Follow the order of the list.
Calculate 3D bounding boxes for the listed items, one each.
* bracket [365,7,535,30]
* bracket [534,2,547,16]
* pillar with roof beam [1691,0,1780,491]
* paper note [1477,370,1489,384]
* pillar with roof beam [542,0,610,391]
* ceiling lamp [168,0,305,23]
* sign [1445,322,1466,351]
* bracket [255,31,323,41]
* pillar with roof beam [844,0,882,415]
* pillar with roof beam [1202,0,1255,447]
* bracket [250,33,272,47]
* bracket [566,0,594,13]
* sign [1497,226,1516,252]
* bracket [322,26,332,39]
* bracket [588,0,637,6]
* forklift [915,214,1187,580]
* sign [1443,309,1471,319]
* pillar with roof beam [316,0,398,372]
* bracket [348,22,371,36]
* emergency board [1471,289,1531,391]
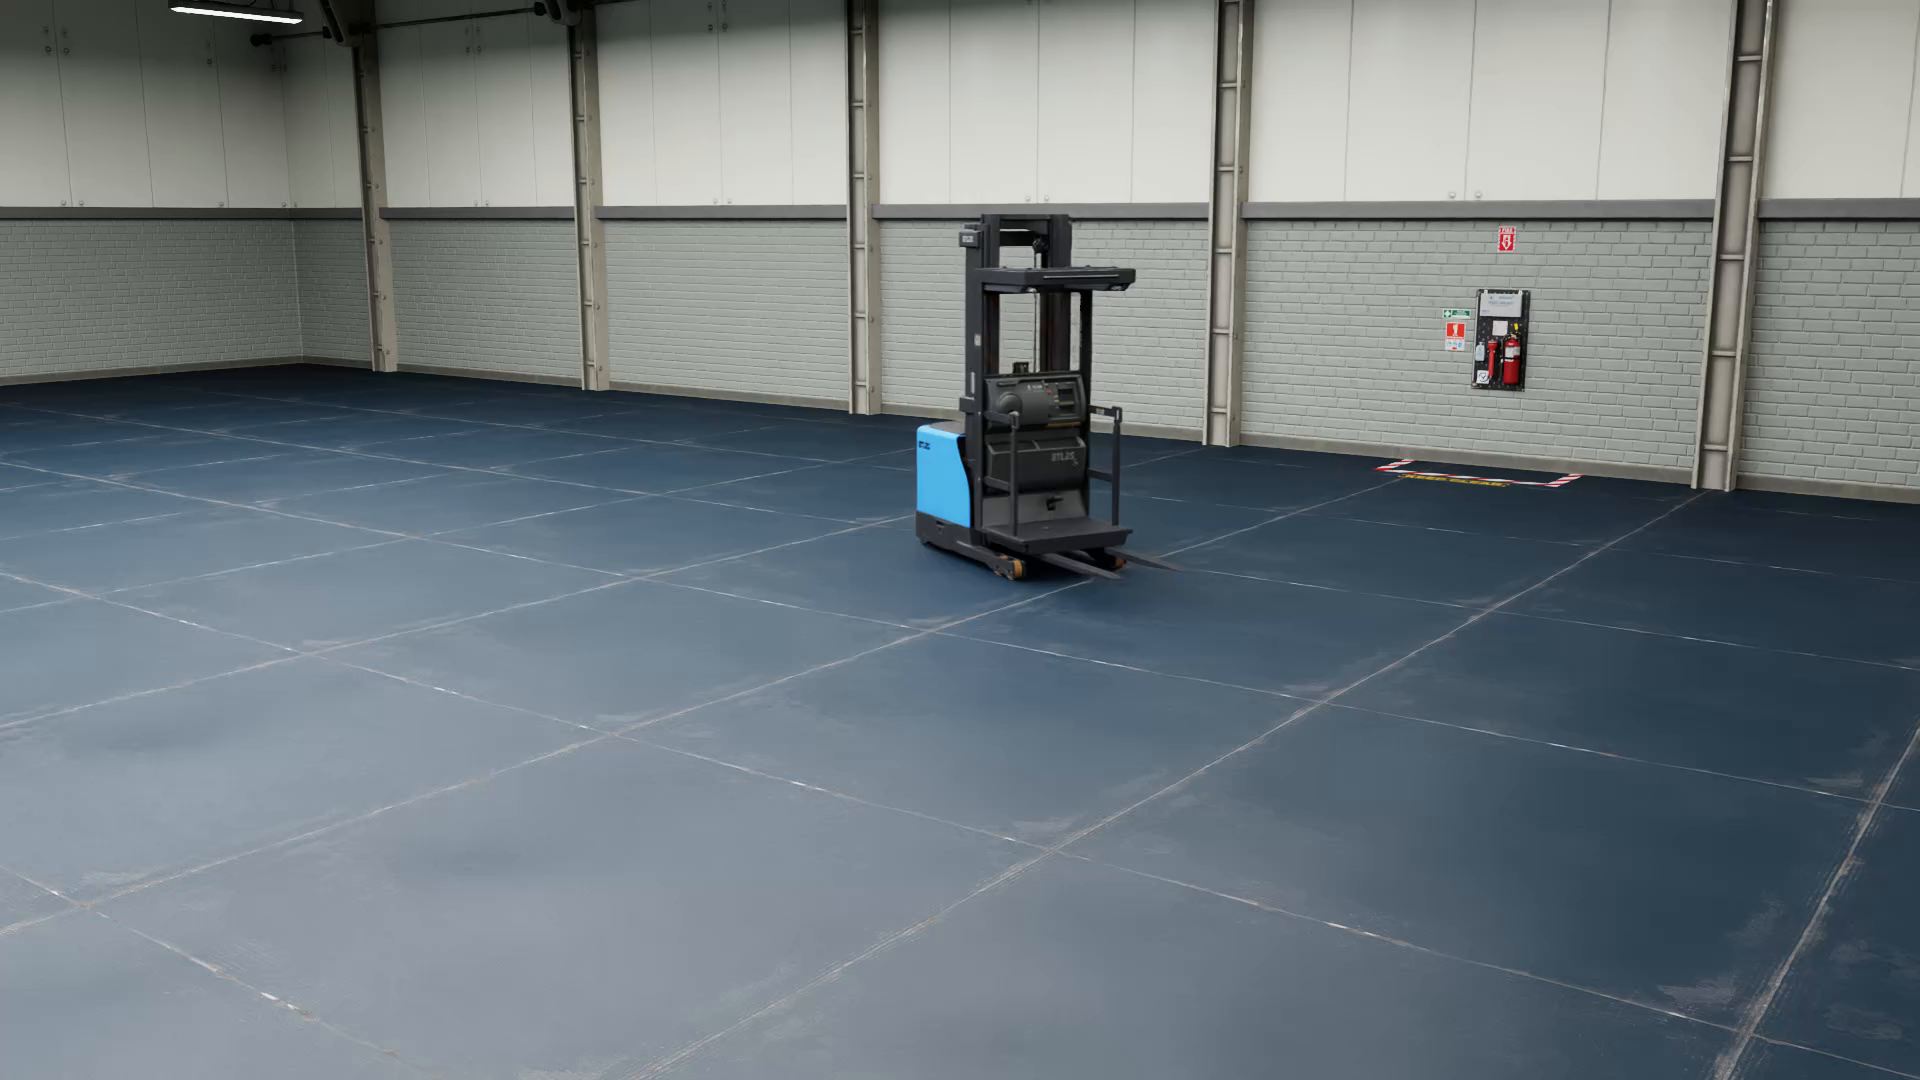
[{"bbox_3d":[-8.901,-9.062,28.923,4.783,0.066,0.076,8,13,36],"label":"bracket"},{"bbox_3d":[-6.810,-8.770,27.416,0.430,0.232,0.235,8,13,36],"label":"bracket"},{"bbox_3d":[5.694,-4.328,13.930,0.400,9.000,9.100,8,13,36],"label":"pillar with roof beam"},{"bbox_3d":[6.171,-1.923,19.614,0.142,0.148,0.016,8,13,36],"label":"paper note"},{"bbox_3d":[-8.814,-6.352,24.391,0.548,9.000,9.100,8,13,36],"label":"pillar with roof beam"},{"bbox_3d":[-10.923,-9.357,24.559,0.800,3.185,2.000,8,13,36],"label":"ceiling lamp"},{"bbox_3d":[5.889,-2.421,19.772,0.234,0.329,0.001,8,13,36],"label":"sign"},{"bbox_3d":[-13.080,-9.645,31.936,3.189,0.066,0.076,8,13,36],"label":"bracket"},{"bbox_3d":[-3.978,-5.677,20.904,0.400,9.000,9.100,8,13,36],"label":"pillar with roof beam"},{"bbox_3d":[0.858,-5.003,17.417,0.400,9.000,9.100,8,13,36],"label":"pillar with roof beam"},{"bbox_3d":[-13.557,-9.711,32.280,0.430,0.232,0.235,8,13,36],"label":"bracket"},{"bbox_3d":[-6.141,-8.677,26.933,0.430,0.232,0.235,8,13,36],"label":"bracket"},{"bbox_3d":[6.326,-3.480,19.236,0.199,0.298,0.001,8,13,36],"label":"sign"},{"bbox_3d":[-11.646,-9.445,30.902,0.430,0.232,0.235,8,13,36],"label":"bracket"},{"bbox_3d":[-4.065,-8.387,25.436,4.783,0.066,0.076,8,13,36],"label":"bracket"},{"bbox_3d":[0.744,-1.210,13.790,1.130,2.935,3.031,-6,12,-28],"label":"forklift"},{"bbox_3d":[5.887,-2.679,19.712,0.331,0.109,0.001,8,13,36],"label":"sign"},{"bbox_3d":[-13.650,-7.026,27.877,0.548,9.000,9.100,8,13,36],"label":"pillar with roof beam"},{"bbox_3d":[-10.977,-9.352,30.420,0.430,0.232,0.235,8,13,36],"label":"bracket"},{"bbox_3d":[6.273,-2.325,19.373,0.643,1.169,0.194,8,13,36],"label":"emergency board"}]
